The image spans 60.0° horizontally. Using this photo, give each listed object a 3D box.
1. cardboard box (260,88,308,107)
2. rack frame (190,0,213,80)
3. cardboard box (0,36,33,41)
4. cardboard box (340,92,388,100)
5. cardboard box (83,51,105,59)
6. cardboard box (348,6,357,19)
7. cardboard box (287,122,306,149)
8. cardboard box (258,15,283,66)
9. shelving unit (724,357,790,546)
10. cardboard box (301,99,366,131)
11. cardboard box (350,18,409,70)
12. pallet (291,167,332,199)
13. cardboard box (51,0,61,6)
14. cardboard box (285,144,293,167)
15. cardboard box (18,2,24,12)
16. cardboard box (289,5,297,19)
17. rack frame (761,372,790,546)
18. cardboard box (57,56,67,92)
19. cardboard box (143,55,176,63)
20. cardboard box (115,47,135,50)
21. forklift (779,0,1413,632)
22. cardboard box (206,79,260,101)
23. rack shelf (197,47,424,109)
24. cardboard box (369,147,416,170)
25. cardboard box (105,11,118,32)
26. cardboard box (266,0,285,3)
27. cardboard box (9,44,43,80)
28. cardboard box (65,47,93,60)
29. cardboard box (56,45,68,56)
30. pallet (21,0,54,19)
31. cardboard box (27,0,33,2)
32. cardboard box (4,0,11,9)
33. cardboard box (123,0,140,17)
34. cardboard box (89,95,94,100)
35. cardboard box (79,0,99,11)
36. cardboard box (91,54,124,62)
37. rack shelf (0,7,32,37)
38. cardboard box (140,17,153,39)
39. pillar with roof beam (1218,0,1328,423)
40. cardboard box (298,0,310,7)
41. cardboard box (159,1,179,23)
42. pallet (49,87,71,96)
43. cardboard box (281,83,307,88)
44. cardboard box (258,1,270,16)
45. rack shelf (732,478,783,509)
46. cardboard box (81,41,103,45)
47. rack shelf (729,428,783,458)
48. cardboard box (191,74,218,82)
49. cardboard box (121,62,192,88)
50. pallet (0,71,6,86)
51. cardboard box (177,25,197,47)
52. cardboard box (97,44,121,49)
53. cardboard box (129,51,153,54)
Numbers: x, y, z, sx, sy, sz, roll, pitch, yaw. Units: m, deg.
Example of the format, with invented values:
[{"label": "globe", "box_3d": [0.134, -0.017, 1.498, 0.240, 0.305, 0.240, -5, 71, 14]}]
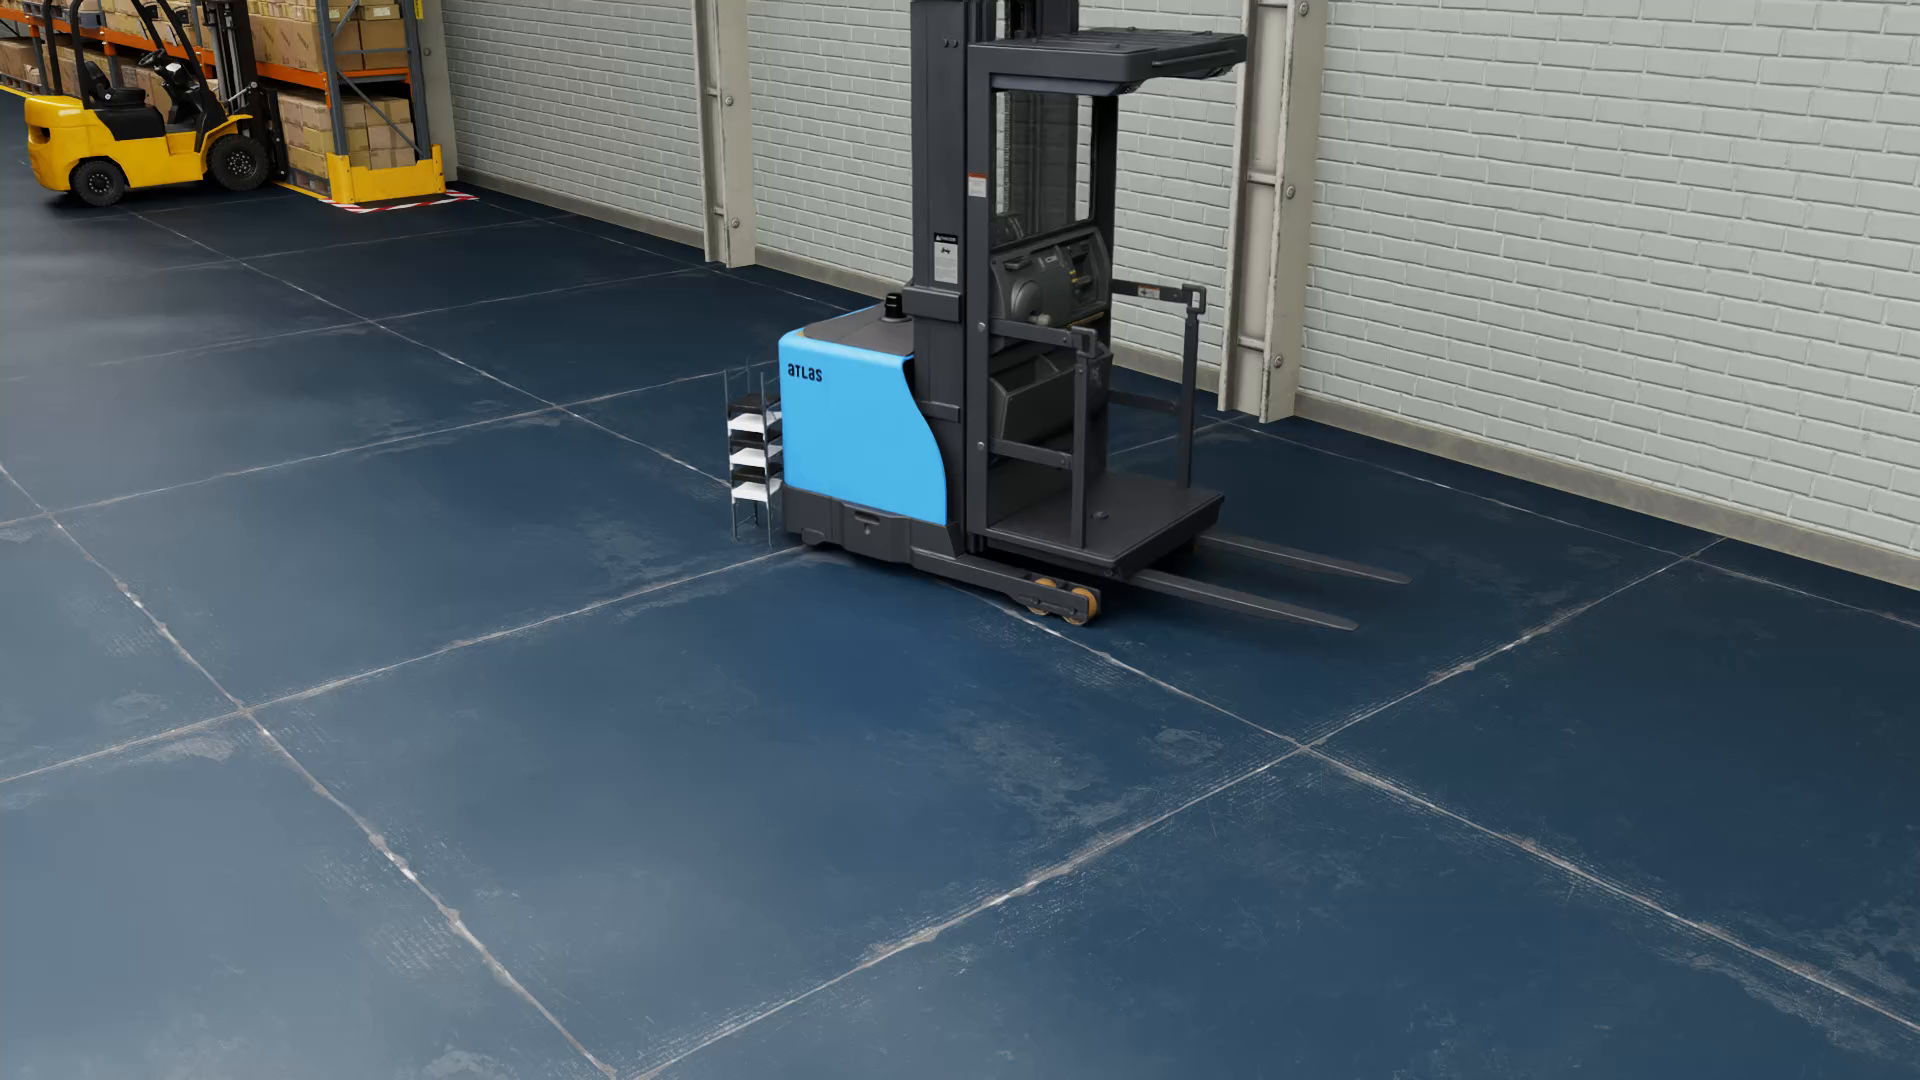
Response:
[{"label": "cardboard box", "box_3d": [-7.712, -4.973, 18.890, 0.500, 0.250, 0.500, -18, 28, -38]}, {"label": "rack frame", "box_3d": [-8.787, -6.225, 20.266, 1.000, 3.000, 0.127, -17, 27, -37]}, {"label": "cardboard box", "box_3d": [-16.292, -8.382, 28.620, 0.797, 0.503, 0.637, -19, 28, -39]}, {"label": "cardboard box", "box_3d": [-6.675, -4.816, 18.491, 0.500, 0.250, 0.500, -17, 27, -37]}, {"label": "cardboard box", "box_3d": [-12.756, -7.113, 24.495, 0.380, 0.149, 0.250, -19, 28, -40]}, {"label": "cardboard box", "box_3d": [-6.410, -5.677, 17.840, 0.380, 0.149, 0.250, -17, 27, -37]}, {"label": "cardboard box", "box_3d": [-7.050, -4.470, 18.291, 0.500, 0.250, 0.500, -18, 28, -38]}, {"label": "cardboard box", "box_3d": [-7.362, -5.527, 18.346, 0.500, 0.500, 0.500, -18, 28, -38]}, {"label": "shelving unit", "box_3d": [-1.012, -0.446, 8.387, 0.210, 0.900, 0.258, 8, 23, 21]}, {"label": "cardboard box", "box_3d": [-6.713, -4.554, 17.822, 0.500, 0.250, 0.500, -16, 27, -36]}, {"label": "cardboard box", "box_3d": [-6.289, -5.370, 17.944, 0.500, 0.500, 0.500, -16, 27, -36]}, {"label": "pallet", "box_3d": [-6.707, -4.023, 18.467, 1.003, 0.211, 1.213, -17, 27, -37]}, {"label": "cardboard box", "box_3d": [-13.012, -8.131, 24.418, 0.700, 0.500, 0.500, -18, 27, -38]}, {"label": "cardboard box", "box_3d": [-7.359, -4.370, 18.723, 0.500, 0.250, 0.500, -17, 27, -37]}, {"label": "cardboard box", "box_3d": [-14.595, -8.414, 26.197, 0.380, 0.149, 0.250, -17, 27, -36]}, {"label": "cardboard box", "box_3d": [-6.927, -5.648, 17.764, 0.380, 0.149, 0.250, -17, 27, -36]}, {"label": "rack frame", "box_3d": [-0.918, -0.432, 8.351, 0.006, 0.900, 0.240, 8, 23, 21]}, {"label": "cardboard box", "box_3d": [-13.509, -7.135, 25.441, 0.500, 0.500, 0.500, -18, 28, -38]}, {"label": "cardboard box", "box_3d": [-11.502, -6.883, 23.906, 0.380, 0.149, 0.250, -16, 26, -35]}, {"label": "cardboard box", "box_3d": [-12.531, -7.312, 25.001, 0.380, 0.149, 0.250, -19, 28, -39]}, {"label": "forklift", "box_3d": [0.596, -1.199, 7.527, 3.031, 2.935, 1.130, 14, 26, 33]}, {"label": "cardboard box", "box_3d": [-8.709, -5.398, 19.976, 0.500, 0.250, 0.500, -18, 28, -38]}, {"label": "rack shelf", "box_3d": [-7.481, -5.338, 18.986, 1.077, 0.370, 4.000, -17, 27, -37]}, {"label": "cardboard box", "box_3d": [-6.348, -4.218, 18.334, 0.500, 0.250, 0.500, -17, 27, -37]}, {"label": "cardboard box", "box_3d": [-11.293, -7.080, 22.653, 0.500, 0.250, 0.500, -17, 27, -37]}, {"label": "cardboard box", "box_3d": [-7.305, -5.915, 18.038, 0.380, 0.149, 0.250, -17, 27, -36]}, {"label": "cardboard box", "box_3d": [-15.086, -7.849, 27.262, 0.700, 0.500, 0.500, -19, 28, -39]}, {"label": "cardboard box", "box_3d": [-13.237, -7.330, 25.049, 0.380, 0.149, 0.250, -18, 27, -38]}, {"label": "cardboard box", "box_3d": [-13.737, -7.549, 25.607, 0.380, 0.149, 0.250, -18, 28, -39]}, {"label": "pallet", "box_3d": [-13.570, -8.100, 25.314, 1.003, 0.211, 1.213, -17, 27, -37]}, {"label": "cardboard box", "box_3d": [-13.863, -8.491, 25.337, 0.700, 0.500, 0.500, -17, 27, -36]}, {"label": "cardboard box", "box_3d": [-15.121, -8.622, 26.730, 0.380, 0.149, 0.250, -18, 28, -38]}, {"label": "cardboard box", "box_3d": [-10.639, -7.025, 21.828, 0.500, 0.250, 0.500, -18, 28, -39]}, {"label": "cardboard box", "box_3d": [-12.499, -6.713, 24.361, 0.500, 0.500, 0.500, -16, 27, -35]}, {"label": "cardboard box", "box_3d": [-12.117, -7.499, 23.287, 0.380, 0.149, 0.250, -17, 27, -36]}, {"label": "cardboard box", "box_3d": [-12.252, -6.892, 23.929, 0.380, 0.149, 0.250, -19, 28, -39]}, {"label": "rack shelf", "box_3d": [-15.314, -8.653, 27.451, 1.077, 0.370, 4.000, -17, 27, -37]}, {"label": "cardboard box", "box_3d": [-10.290, -6.656, 21.569, 0.500, 0.250, 0.500, -16, 27, -36]}, {"label": "pillar with roof beam", "box_3d": [-1.376, -3.980, 6.308, 9.100, 9.000, 0.400, -17, 27, -37]}, {"label": "cardboard box", "box_3d": [-6.754, -5.717, 17.533, 0.380, 0.149, 0.250, -17, 27, -37]}, {"label": "cardboard box", "box_3d": [-9.642, -6.604, 20.751, 0.500, 0.250, 0.500, -18, 28, -39]}, {"label": "pallet", "box_3d": [-13.449, -6.922, 25.867, 1.003, 0.211, 1.213, -17, 27, -37]}, {"label": "cardboard box", "box_3d": [-7.657, -5.237, 19.565, 0.500, 0.250, 0.500, -17, 27, -37]}, {"label": "cardboard box", "box_3d": [-7.470, -5.847, 18.272, 0.380, 0.149, 0.250, -17, 27, -37]}, {"label": "rack shelf", "box_3d": [-1.011, -0.247, 8.464, 0.200, 0.077, 0.258, 8, 23, 21]}, {"label": "cardboard box", "box_3d": [-13.550, -7.736, 26.086, 0.380, 0.149, 0.250, -19, 28, -39]}, {"label": "rack shelf", "box_3d": [-1.012, -0.499, 8.366, 0.200, 0.077, 0.258, 8, 23, 21]}, {"label": "cardboard box", "box_3d": [-9.637, -5.673, 21.535, 0.875, 0.625, 0.625, -18, 28, -38]}, {"label": "cardboard box", "box_3d": [-11.001, -6.245, 22.995, 0.875, 0.625, 0.625, -16, 27, -36]}, {"label": "pallet", "box_3d": [-16.049, -8.001, 28.624, 1.003, 0.211, 1.213, -17, 27, -37]}, {"label": "cardboard box", "box_3d": [-9.314, -6.233, 20.489, 0.500, 0.250, 0.500, -17, 27, -36]}, {"label": "cardboard box", "box_3d": [-13.022, -7.535, 25.572, 0.380, 0.149, 0.250, -19, 28, -40]}, {"label": "cardboard box", "box_3d": [-11.985, -7.109, 24.484, 0.380, 0.149, 0.250, -19, 28, -40]}]
